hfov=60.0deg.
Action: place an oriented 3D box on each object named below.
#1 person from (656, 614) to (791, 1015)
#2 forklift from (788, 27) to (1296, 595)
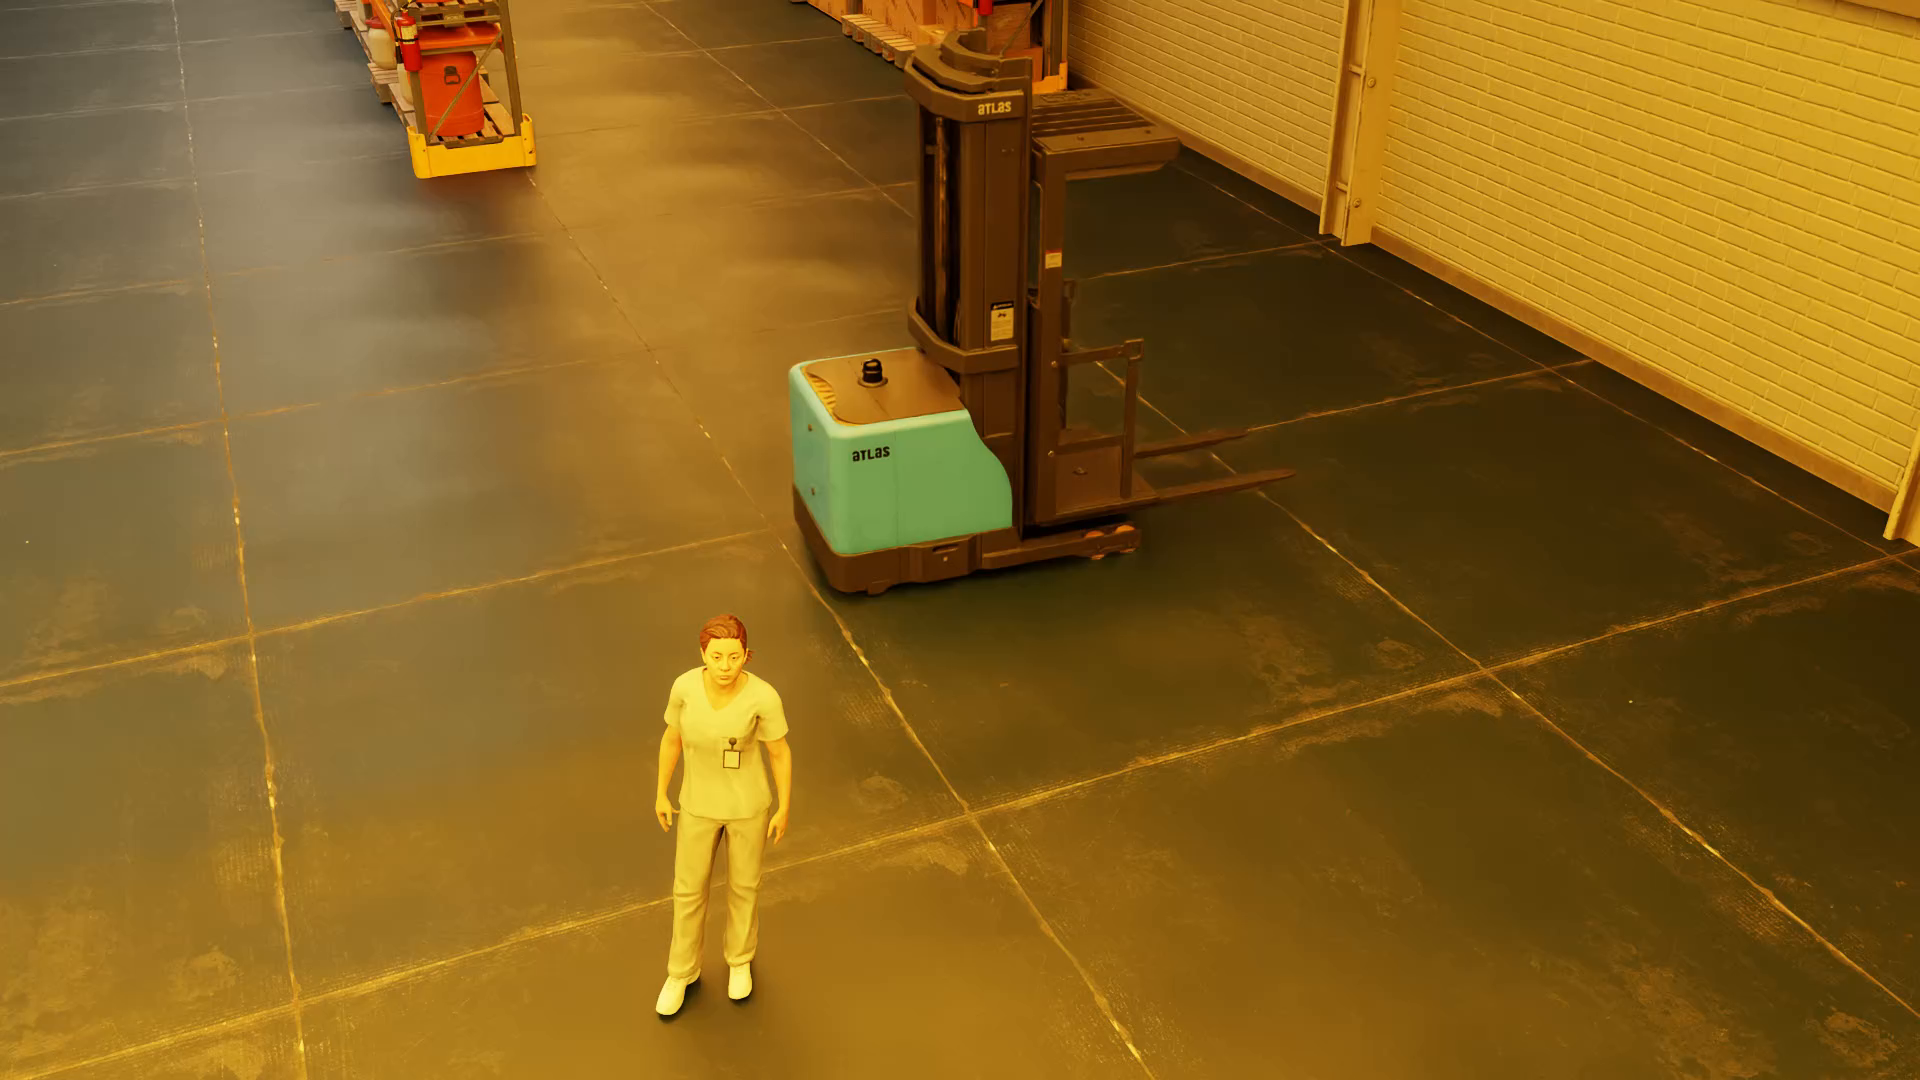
[{"bbox_3d":[-0.937,1.076,6.488,0.550,1.673,0.548,2,30,4],"label":"person"},{"bbox_3d":[0.556,-1.396,9.561,3.031,2.935,1.130,-10,31,-17],"label":"forklift"}]
